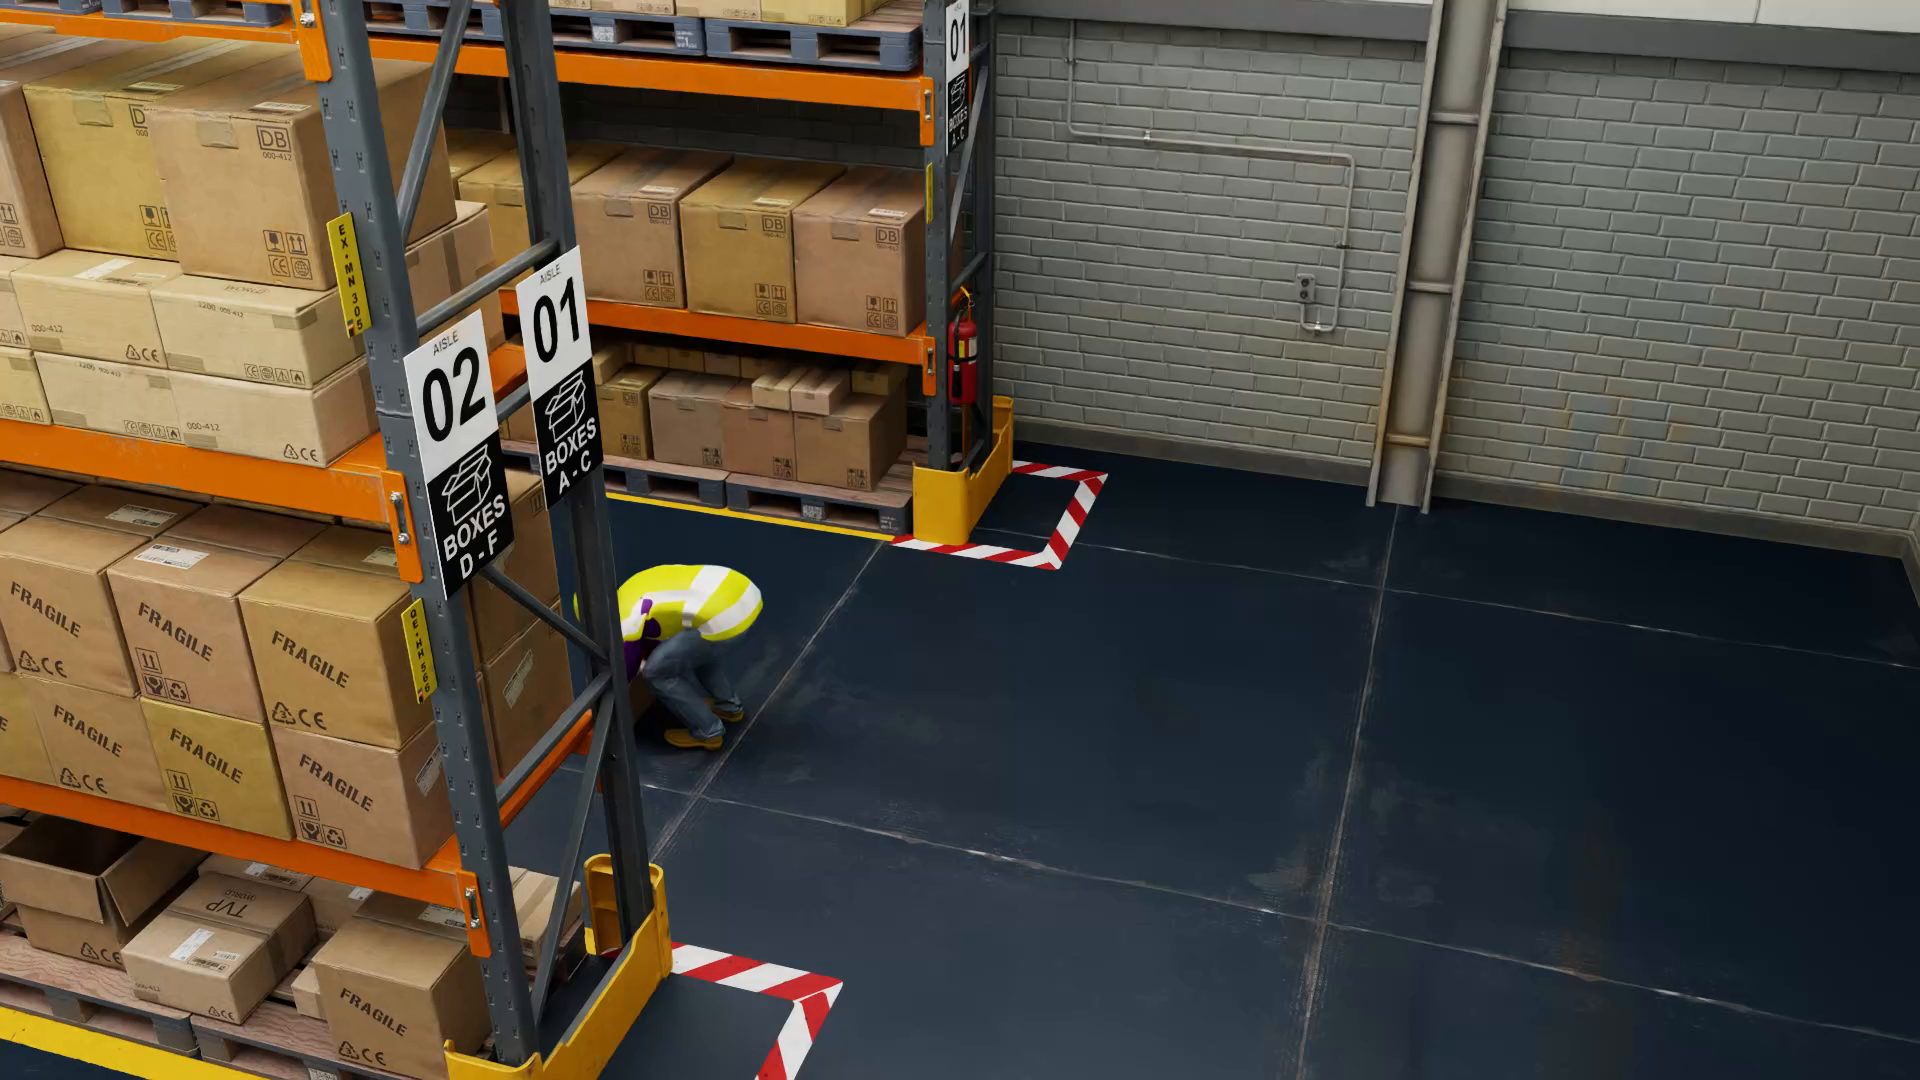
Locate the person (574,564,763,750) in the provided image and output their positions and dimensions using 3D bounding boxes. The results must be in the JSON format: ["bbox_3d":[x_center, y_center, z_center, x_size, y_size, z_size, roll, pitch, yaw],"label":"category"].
[{"bbox_3d":[-1.470,0.545,8.366,0.975,0.925,0.503,7,30,13],"label":"person"}]
